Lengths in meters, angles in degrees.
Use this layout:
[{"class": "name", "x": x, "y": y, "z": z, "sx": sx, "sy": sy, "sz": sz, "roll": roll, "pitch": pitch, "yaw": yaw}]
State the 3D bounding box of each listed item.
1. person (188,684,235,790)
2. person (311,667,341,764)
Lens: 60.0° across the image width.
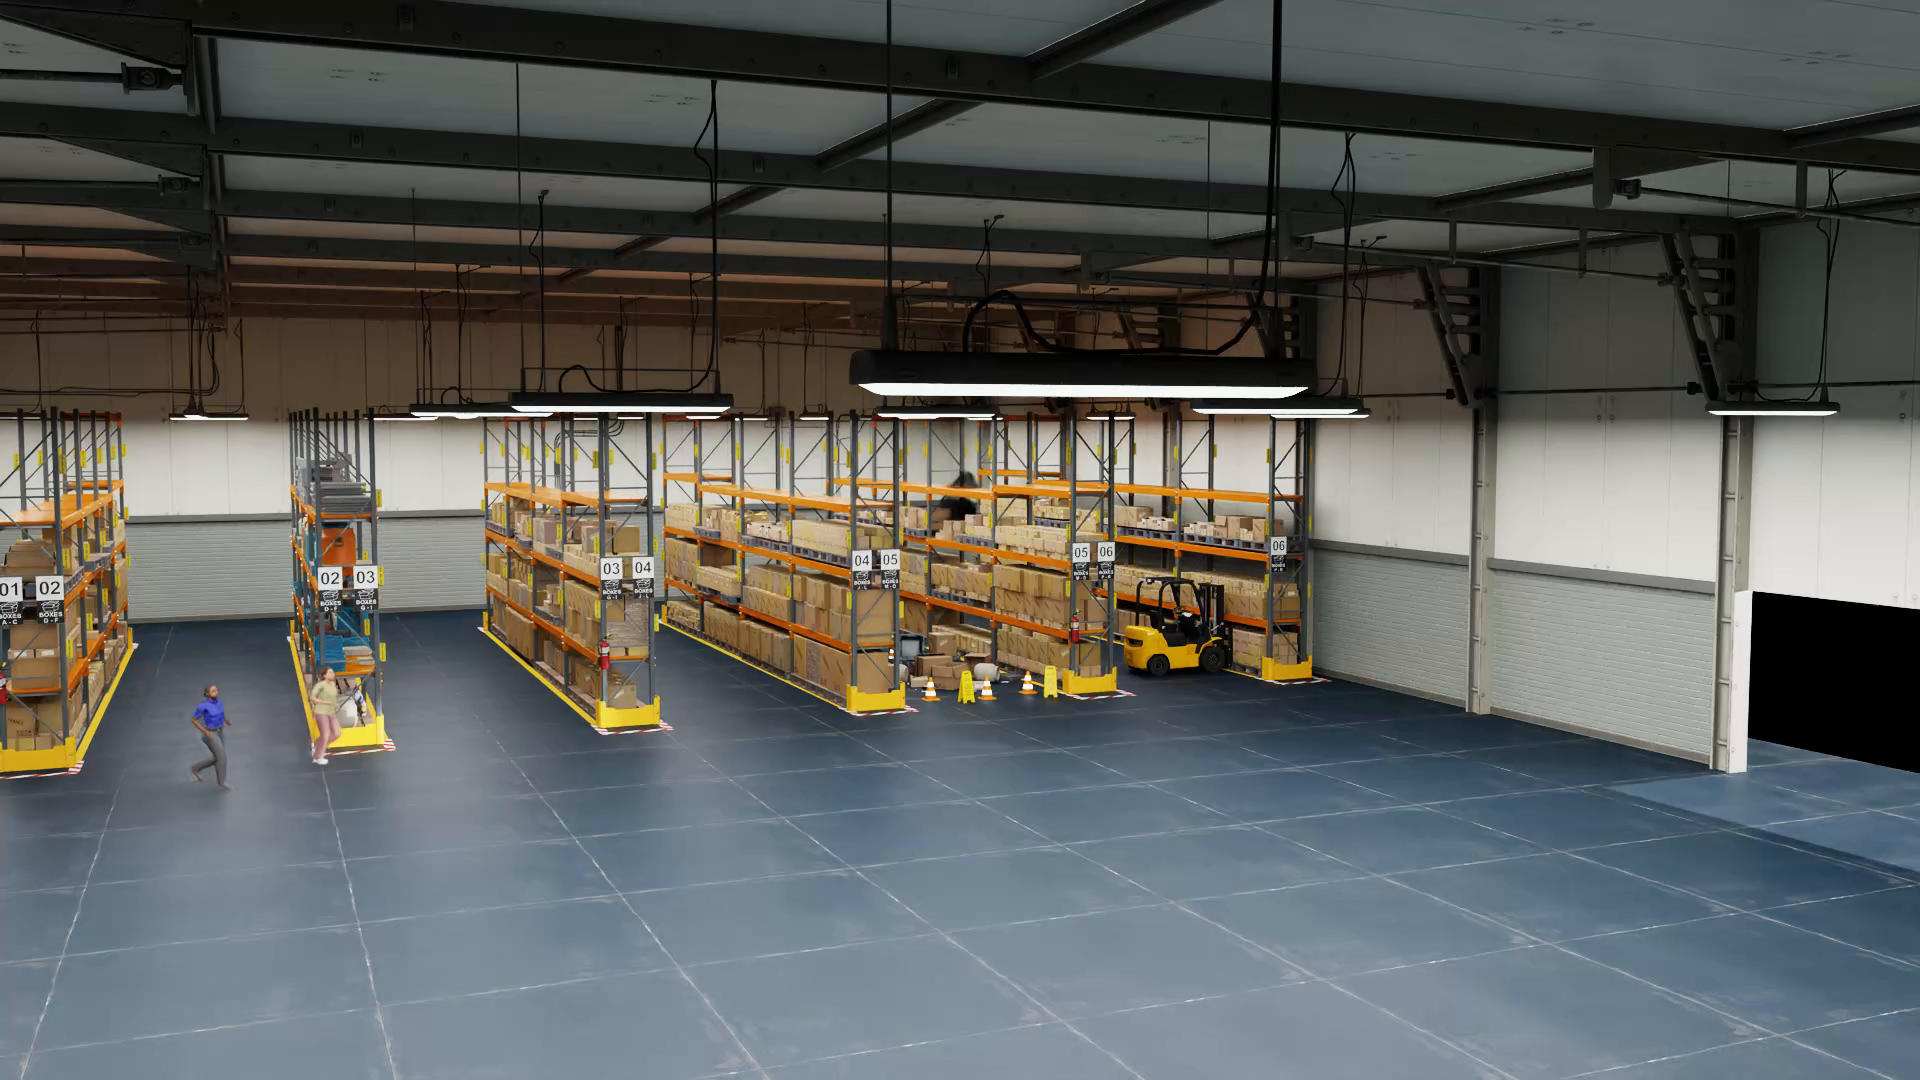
[{"class": "person", "x": -11.758, "y": 3.090, "z": 26.112, "sx": 0.764, "sy": 1.645, "sz": 0.574, "roll": 1, "pitch": 4, "yaw": 11}, {"class": "person", "x": -10.713, "y": 2.948, "z": 28.153, "sx": 0.573, "sy": 1.619, "sz": 0.601, "roll": 2, "pitch": 4, "yaw": 23}]
